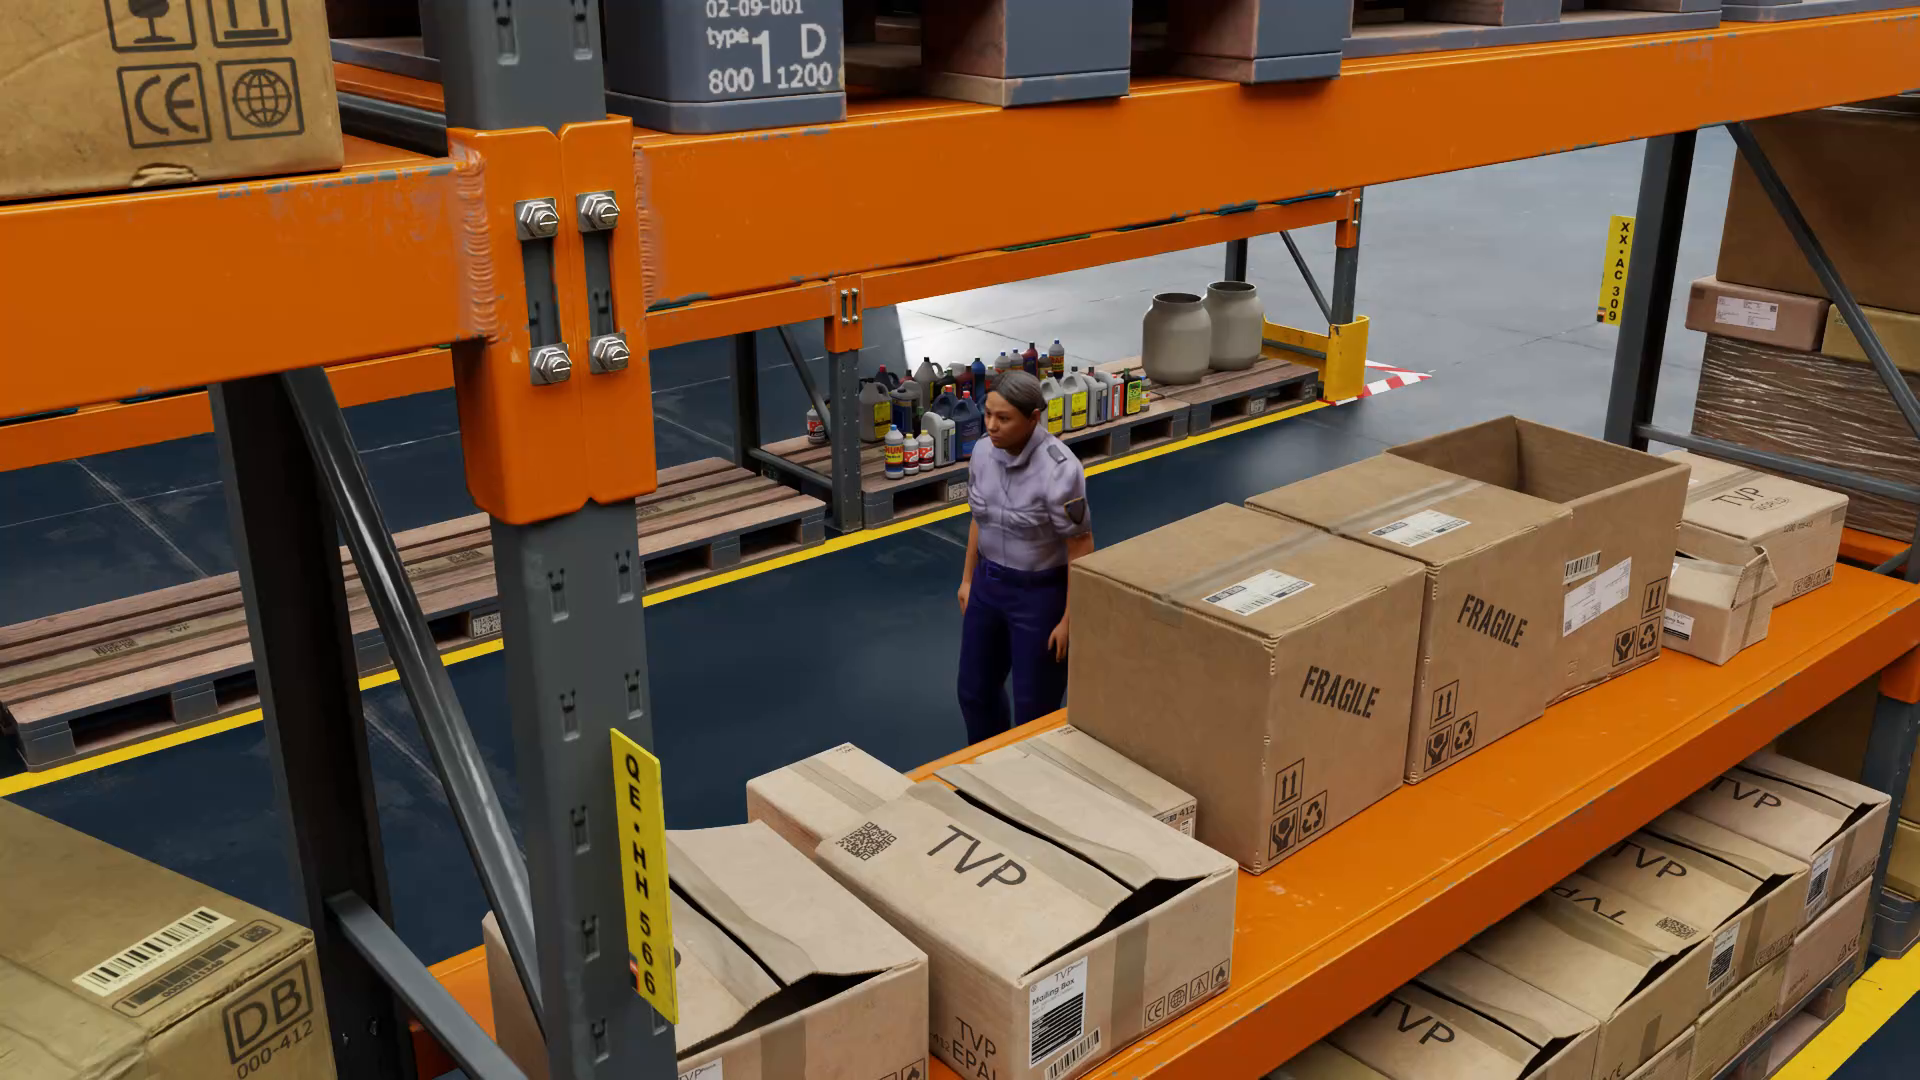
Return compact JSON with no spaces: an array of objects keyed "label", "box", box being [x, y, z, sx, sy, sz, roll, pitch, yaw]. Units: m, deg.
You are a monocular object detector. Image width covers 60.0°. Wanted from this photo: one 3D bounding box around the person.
[{"label":"person","box":[0.198,0.218,5.549,0.367,1.636,0.549,-19,28,-40]}]
